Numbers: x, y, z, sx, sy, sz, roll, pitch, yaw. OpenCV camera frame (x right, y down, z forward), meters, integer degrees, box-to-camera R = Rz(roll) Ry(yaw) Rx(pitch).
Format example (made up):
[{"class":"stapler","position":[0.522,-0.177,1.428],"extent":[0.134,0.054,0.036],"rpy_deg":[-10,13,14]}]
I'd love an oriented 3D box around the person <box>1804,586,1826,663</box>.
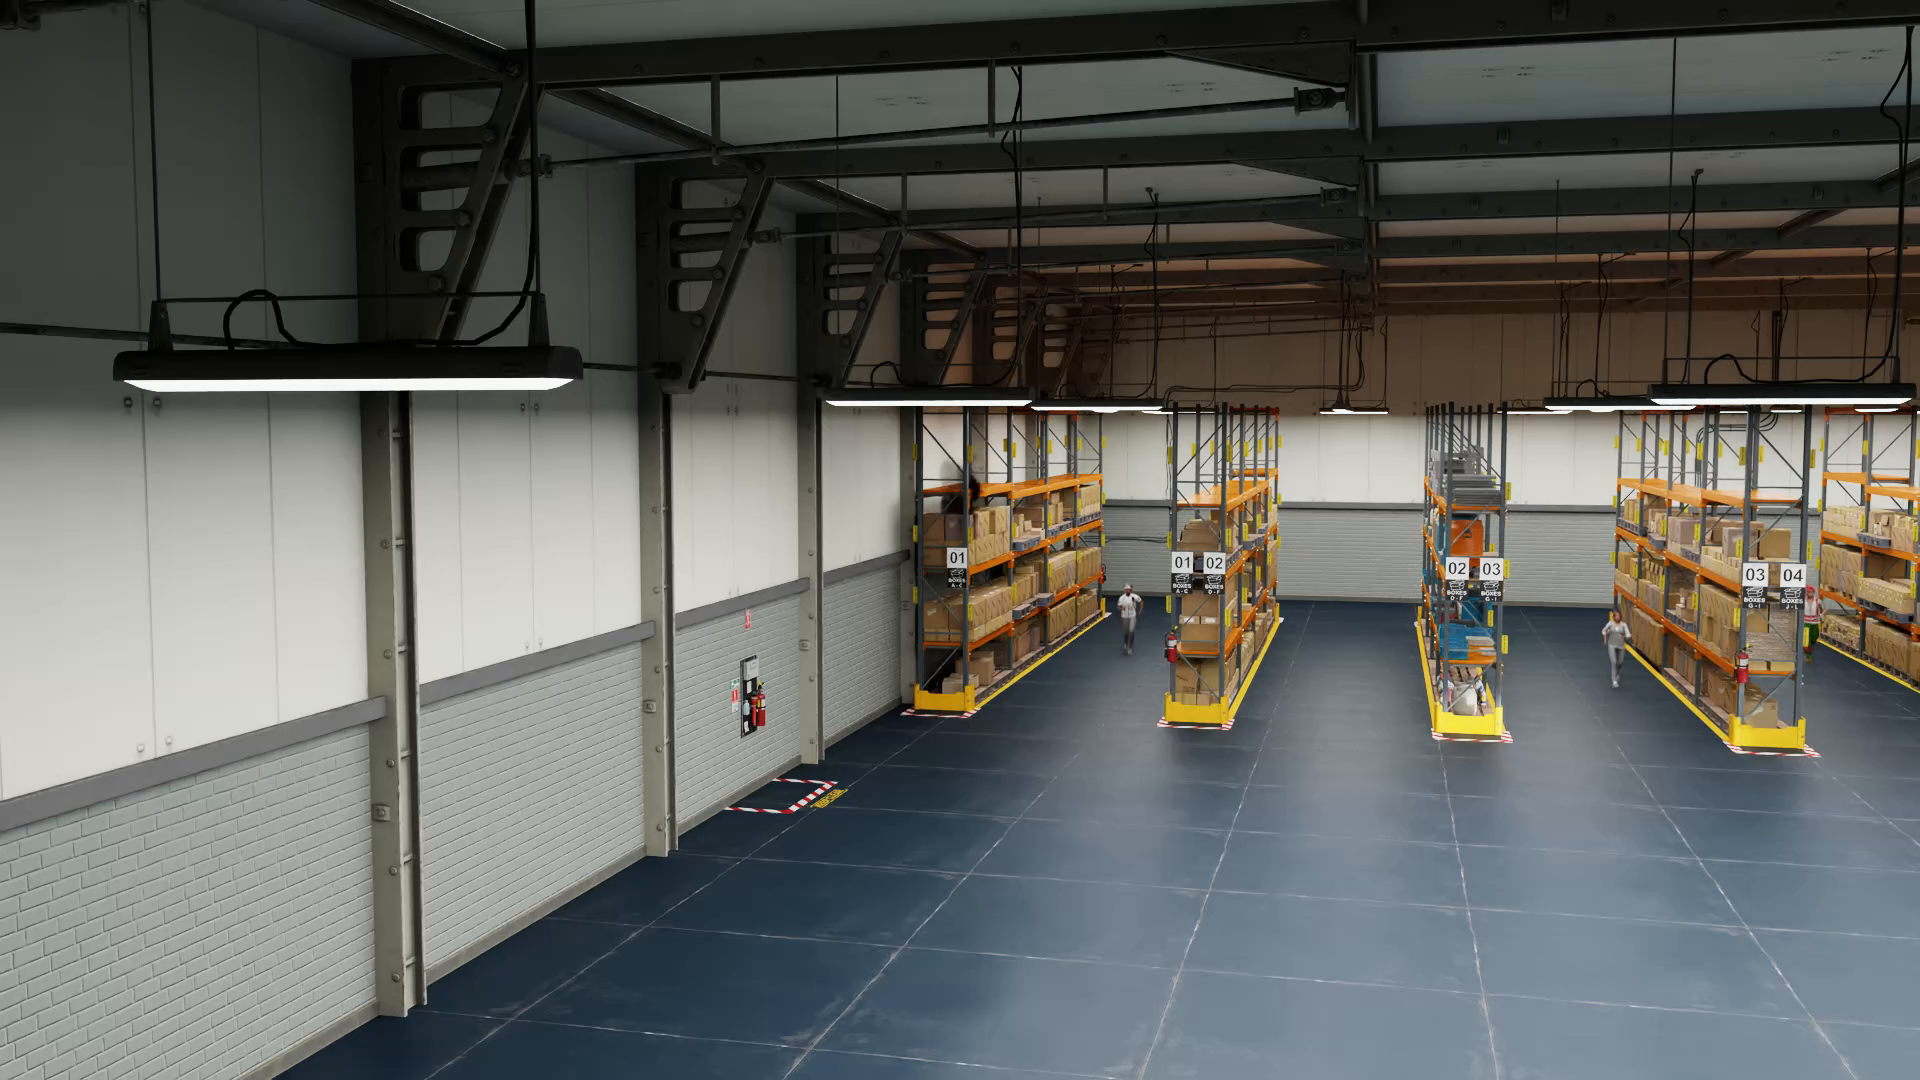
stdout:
[{"class":"person","position":[19.930,1.969,38.967],"extent":[0.646,1.779,0.771],"rpy_deg":[2,5,21]}]

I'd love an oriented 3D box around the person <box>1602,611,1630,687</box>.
[{"class":"person","position":[13.963,2.341,35.383],"extent":[0.537,1.488,0.894],"rpy_deg":[1,4,13]}]

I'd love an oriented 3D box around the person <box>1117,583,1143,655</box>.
[{"class":"person","position":[4.119,1.908,40.326],"extent":[0.584,1.736,0.885],"rpy_deg":[1,4,14]}]
